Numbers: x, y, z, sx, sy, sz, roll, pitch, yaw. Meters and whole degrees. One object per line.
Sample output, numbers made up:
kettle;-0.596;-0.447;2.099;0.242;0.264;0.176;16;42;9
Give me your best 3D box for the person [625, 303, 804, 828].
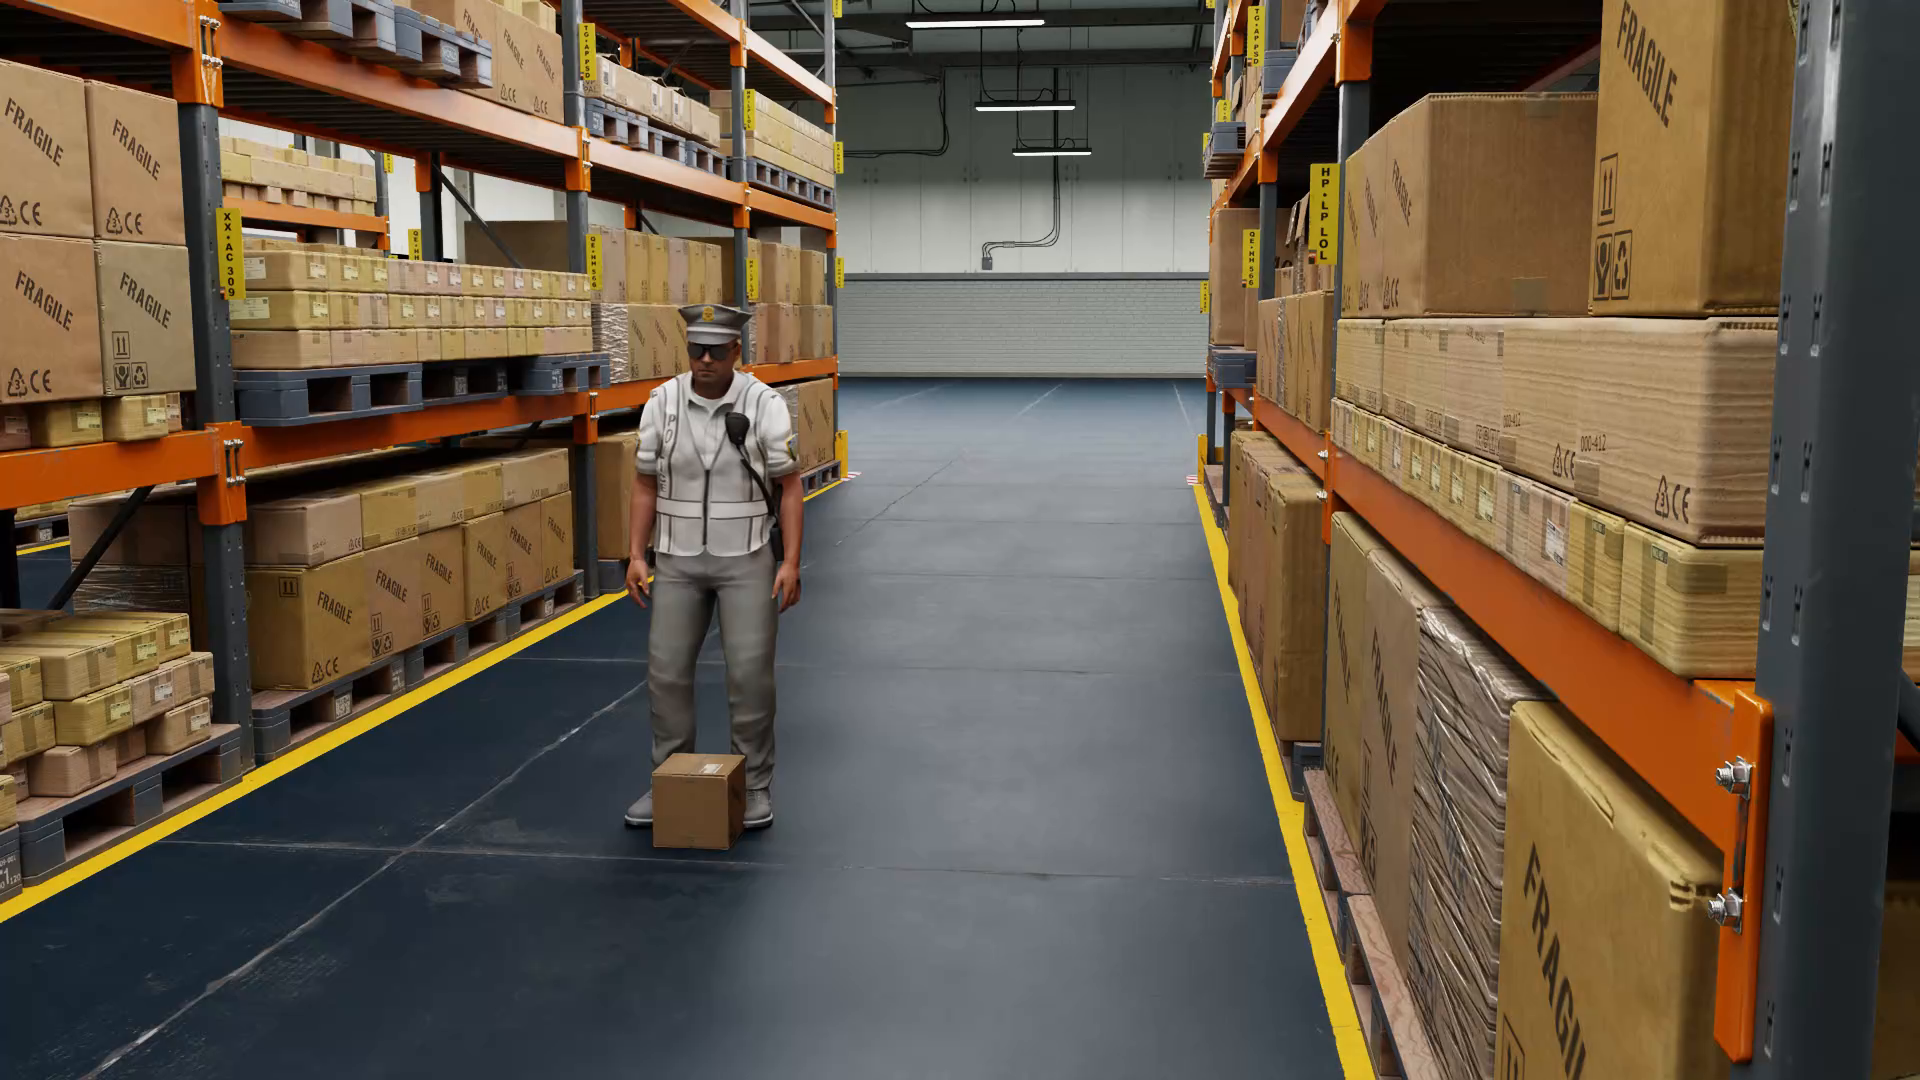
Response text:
person;-0.829;0.080;5.655;0.600;1.749;0.429;1;8;4
